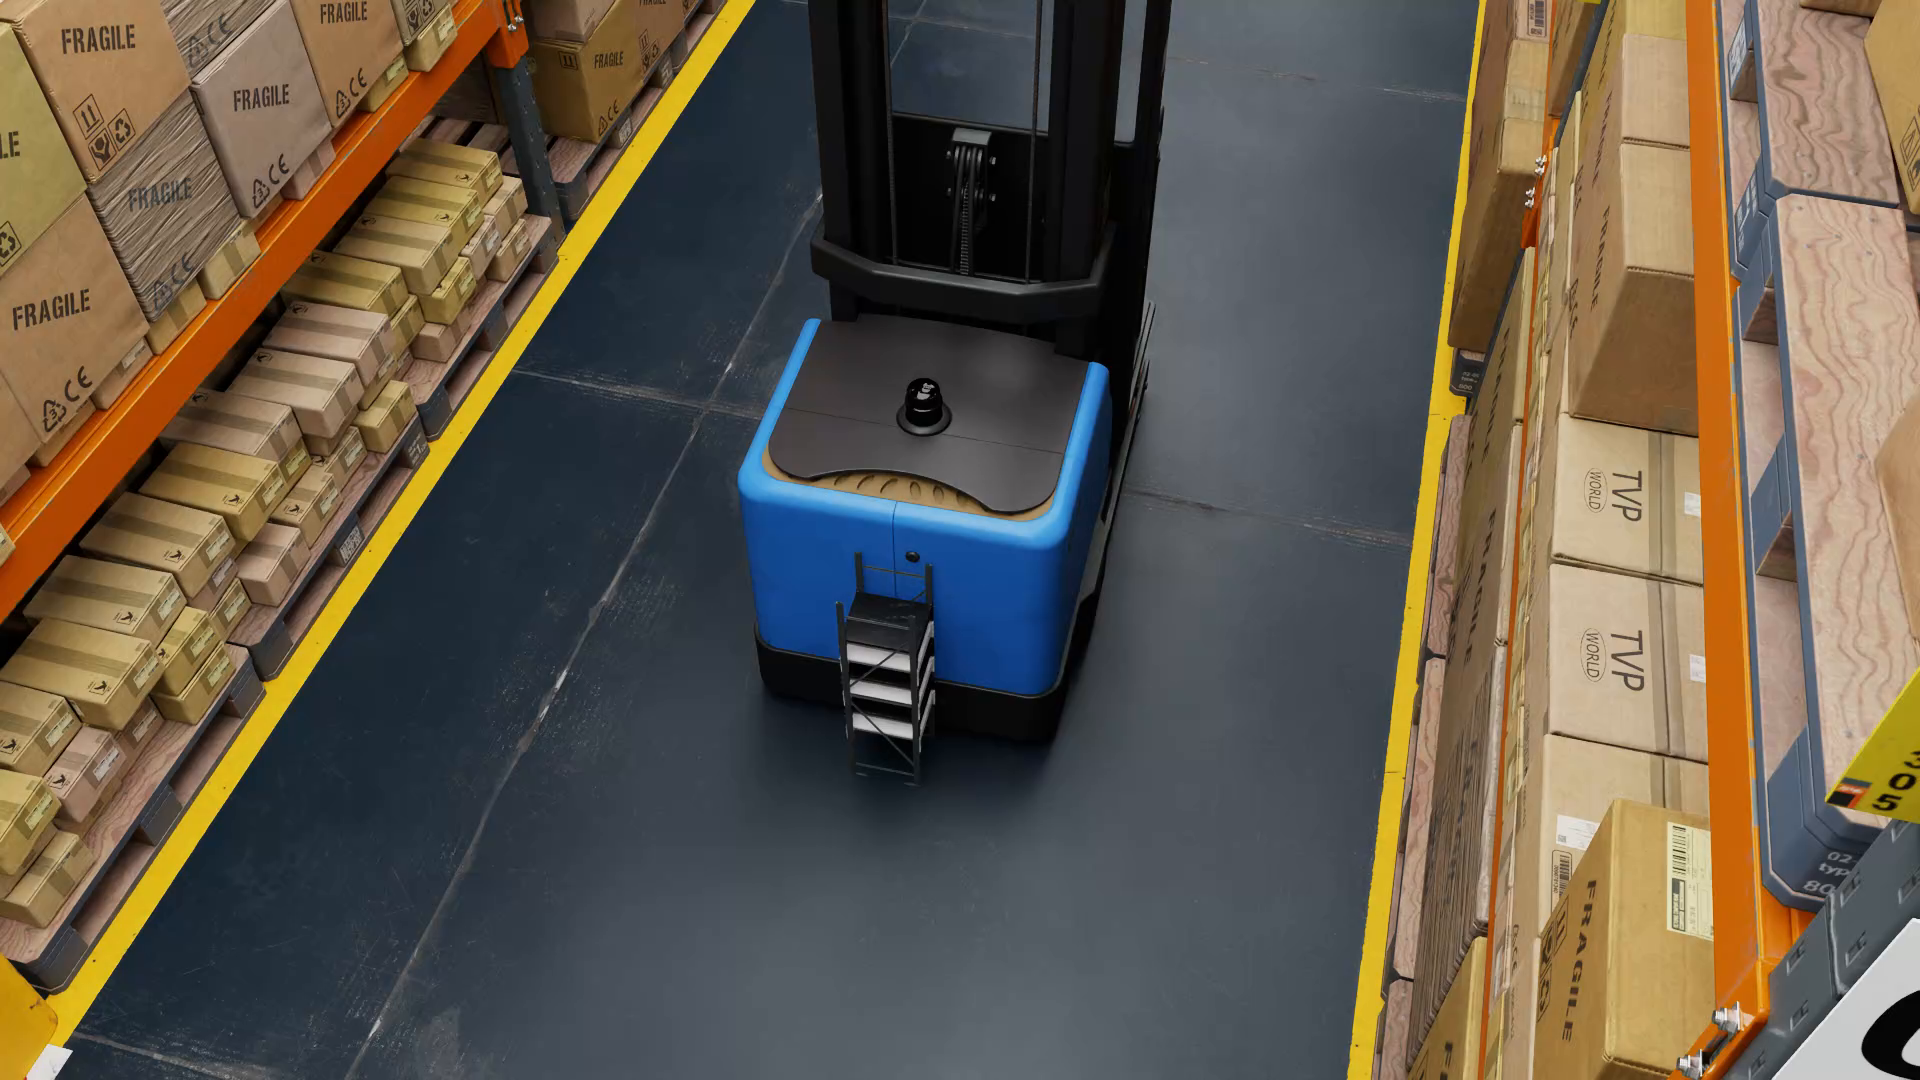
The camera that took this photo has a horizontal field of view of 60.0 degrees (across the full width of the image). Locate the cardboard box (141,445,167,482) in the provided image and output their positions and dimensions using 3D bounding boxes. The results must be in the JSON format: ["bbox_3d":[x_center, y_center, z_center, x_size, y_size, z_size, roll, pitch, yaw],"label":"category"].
[{"bbox_3d":[-3.057,-0.379,6.007,0.380,0.149,0.250,12,50,10],"label":"cardboard box"}]

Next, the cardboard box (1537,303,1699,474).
[{"bbox_3d":[1.857,-0.374,4.481,0.500,0.250,0.500,13,50,11],"label":"cardboard box"}]

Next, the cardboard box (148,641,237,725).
[{"bbox_3d":[-2.642,0.432,5.489,0.380,0.149,0.250,12,50,10],"label":"cardboard box"}]

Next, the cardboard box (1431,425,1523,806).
[{"bbox_3d":[2.013,0.329,5.096,0.875,0.875,0.875,12,50,10],"label":"cardboard box"}]

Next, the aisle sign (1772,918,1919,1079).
[{"bbox_3d":[1.139,0.678,1.917,0.394,0.787,0.004,12,50,10],"label":"aisle sign"}]

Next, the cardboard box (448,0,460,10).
[{"bbox_3d":[-2.107,-2.064,6.239,0.380,0.149,0.250,11,50,10],"label":"cardboard box"}]

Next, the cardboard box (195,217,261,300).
[{"bbox_3d":[-2.450,-0.919,5.228,0.380,0.149,0.250,12,50,11],"label":"cardboard box"}]

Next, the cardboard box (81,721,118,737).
[{"bbox_3d":[-2.820,0.489,5.240,0.380,0.149,0.250,12,50,11],"label":"cardboard box"}]

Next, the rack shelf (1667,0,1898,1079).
[{"bbox_3d":[1.974,-0.656,3.308,1.077,0.370,4.000,12,50,10],"label":"rack shelf"}]

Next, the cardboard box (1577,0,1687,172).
[{"bbox_3d":[2.128,-1.349,4.842,0.500,0.500,0.500,12,50,10],"label":"cardboard box"}]

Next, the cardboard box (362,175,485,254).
[{"bbox_3d":[-2.130,-1.291,6.613,0.380,0.149,0.250,12,50,11],"label":"cardboard box"}]

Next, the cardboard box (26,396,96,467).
[{"bbox_3d":[-2.729,-0.375,4.748,0.380,0.149,0.250,11,50,10],"label":"cardboard box"}]

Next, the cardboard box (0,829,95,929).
[{"bbox_3d":[-2.864,0.982,5.004,0.380,0.149,0.250,12,50,11],"label":"cardboard box"}]

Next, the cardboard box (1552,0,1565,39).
[{"bbox_3d":[2.497,-2.130,6.063,0.500,0.500,0.500,13,50,11],"label":"cardboard box"}]

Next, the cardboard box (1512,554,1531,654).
[{"bbox_3d":[1.626,0.200,4.240,0.380,0.149,0.250,12,50,11],"label":"cardboard box"}]

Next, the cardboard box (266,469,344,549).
[{"bbox_3d":[-2.470,-0.140,5.994,0.380,0.149,0.250,12,50,10],"label":"cardboard box"}]

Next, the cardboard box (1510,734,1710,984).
[{"bbox_3d":[1.453,0.727,3.510,0.500,0.250,0.500,11,49,9],"label":"cardboard box"}]

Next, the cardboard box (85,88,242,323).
[{"bbox_3d":[-2.541,-1.022,4.887,0.500,0.500,0.500,10,49,9],"label":"cardboard box"}]

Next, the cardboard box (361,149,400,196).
[{"bbox_3d":[-2.549,-1.584,6.872,0.380,0.149,0.250,13,50,12],"label":"cardboard box"}]

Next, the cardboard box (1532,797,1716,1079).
[{"bbox_3d":[1.322,0.844,2.906,0.500,0.500,0.500,12,50,10],"label":"cardboard box"}]

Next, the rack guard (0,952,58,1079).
[{"bbox_3d":[-3.291,1.265,4.800,1.175,0.500,0.348,12,50,10],"label":"rack guard"}]

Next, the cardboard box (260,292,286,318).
[{"bbox_3d":[-2.744,-1.011,6.366,0.380,0.149,0.250,10,49,9],"label":"cardboard box"}]

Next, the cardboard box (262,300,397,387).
[{"bbox_3d":[-2.314,-0.723,6.112,0.380,0.149,0.250,9,49,8],"label":"cardboard box"}]

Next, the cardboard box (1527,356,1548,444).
[{"bbox_3d":[1.829,-0.360,4.735,0.380,0.149,0.250,11,49,10],"label":"cardboard box"}]

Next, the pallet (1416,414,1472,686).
[{"bbox_3d":[2.225,0.109,6.013,1.003,0.211,1.213,12,50,10],"label":"pallet"}]

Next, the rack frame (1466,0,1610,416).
[{"bbox_3d":[2.500,-1.348,5.439,1.000,3.000,0.127,12,50,10],"label":"rack frame"}]

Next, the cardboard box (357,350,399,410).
[{"bbox_3d":[-2.356,-0.658,6.253,0.380,0.149,0.250,13,50,11],"label":"cardboard box"}]

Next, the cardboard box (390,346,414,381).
[{"bbox_3d":[-2.376,-0.703,6.491,0.380,0.149,0.250,10,49,9],"label":"cardboard box"}]

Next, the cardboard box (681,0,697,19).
[{"bbox_3d":[-1.545,-2.959,8.248,0.500,0.500,0.500,12,50,11],"label":"cardboard box"}]

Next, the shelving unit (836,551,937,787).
[{"bbox_3d":[-0.225,0.427,5.273,0.258,0.900,0.210,10,49,9],"label":"shelving unit"}]

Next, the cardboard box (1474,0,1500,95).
[{"bbox_3d":[3.109,-2.539,7.627,1.225,0.875,0.875,12,50,10],"label":"cardboard box"}]

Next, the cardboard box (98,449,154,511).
[{"bbox_3d":[-3.026,-0.264,5.707,0.380,0.149,0.250,10,49,9],"label":"cardboard box"}]

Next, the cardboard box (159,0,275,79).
[{"bbox_3d":[-2.400,-1.727,4.841,0.500,0.500,0.500,13,50,11],"label":"cardboard box"}]

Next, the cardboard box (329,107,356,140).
[{"bbox_3d":[-2.332,-1.502,5.742,0.380,0.149,0.250,10,49,9],"label":"cardboard box"}]

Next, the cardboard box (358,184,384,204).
[{"bbox_3d":[-2.662,-1.495,6.992,0.380,0.149,0.250,14,50,12],"label":"cardboard box"}]

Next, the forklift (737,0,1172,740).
[{"bbox_3d":[0.144,-1.430,5.557,1.130,2.935,3.031,10,49,9],"label":"forklift"}]

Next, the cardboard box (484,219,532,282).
[{"bbox_3d":[-2.033,-1.245,6.969,0.380,0.149,0.250,12,50,11],"label":"cardboard box"}]

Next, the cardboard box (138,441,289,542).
[{"bbox_3d":[-2.518,-0.167,5.621,0.380,0.149,0.250,12,50,11],"label":"cardboard box"}]

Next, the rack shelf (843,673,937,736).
[{"bbox_3d":[-0.225,0.509,5.365,0.258,0.077,0.200,10,49,9],"label":"rack shelf"}]

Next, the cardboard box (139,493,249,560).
[{"bbox_3d":[-2.638,-0.090,5.752,0.380,0.149,0.250,14,50,12],"label":"cardboard box"}]

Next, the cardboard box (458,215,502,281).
[{"bbox_3d":[-2.094,-1.205,6.736,0.380,0.149,0.250,9,49,8],"label":"cardboard box"}]

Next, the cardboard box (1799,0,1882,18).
[{"bbox_3d":[1.932,-1.230,2.921,0.700,0.500,0.500,14,50,12],"label":"cardboard box"}]

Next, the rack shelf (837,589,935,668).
[{"bbox_3d":[-0.225,0.271,5.095,0.258,0.077,0.200,10,49,9],"label":"rack shelf"}]

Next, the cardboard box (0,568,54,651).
[{"bbox_3d":[-3.142,0.211,5.486,0.380,0.149,0.250,11,49,10],"label":"cardboard box"}]

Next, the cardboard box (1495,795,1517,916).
[{"bbox_3d":[1.425,0.755,3.751,0.380,0.149,0.250,12,50,11],"label":"cardboard box"}]

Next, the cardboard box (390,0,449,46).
[{"bbox_3d":[-2.113,-2.126,5.861,0.500,0.500,0.500,12,50,10],"label":"cardboard box"}]

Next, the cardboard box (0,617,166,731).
[{"bbox_3d":[-2.699,0.409,5.113,0.380,0.149,0.250,11,50,10],"label":"cardboard box"}]

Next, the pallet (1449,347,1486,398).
[{"bbox_3d":[2.631,-0.998,6.990,1.003,0.211,1.213,12,50,10],"label":"pallet"}]

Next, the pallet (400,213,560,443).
[{"bbox_3d":[-2.401,-0.985,6.978,1.003,0.211,1.213,12,50,10],"label":"pallet"}]

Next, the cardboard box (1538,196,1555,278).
[{"bbox_3d":[2.033,-0.927,5.235,0.380,0.149,0.250,10,49,9],"label":"cardboard box"}]

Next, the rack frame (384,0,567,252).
[{"bbox_3d":[-2.258,-2.400,6.368,1.000,3.000,0.127,12,50,10],"label":"rack frame"}]

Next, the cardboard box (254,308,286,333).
[{"bbox_3d":[-2.745,-0.916,6.481,0.380,0.149,0.250,9,49,8],"label":"cardboard box"}]
